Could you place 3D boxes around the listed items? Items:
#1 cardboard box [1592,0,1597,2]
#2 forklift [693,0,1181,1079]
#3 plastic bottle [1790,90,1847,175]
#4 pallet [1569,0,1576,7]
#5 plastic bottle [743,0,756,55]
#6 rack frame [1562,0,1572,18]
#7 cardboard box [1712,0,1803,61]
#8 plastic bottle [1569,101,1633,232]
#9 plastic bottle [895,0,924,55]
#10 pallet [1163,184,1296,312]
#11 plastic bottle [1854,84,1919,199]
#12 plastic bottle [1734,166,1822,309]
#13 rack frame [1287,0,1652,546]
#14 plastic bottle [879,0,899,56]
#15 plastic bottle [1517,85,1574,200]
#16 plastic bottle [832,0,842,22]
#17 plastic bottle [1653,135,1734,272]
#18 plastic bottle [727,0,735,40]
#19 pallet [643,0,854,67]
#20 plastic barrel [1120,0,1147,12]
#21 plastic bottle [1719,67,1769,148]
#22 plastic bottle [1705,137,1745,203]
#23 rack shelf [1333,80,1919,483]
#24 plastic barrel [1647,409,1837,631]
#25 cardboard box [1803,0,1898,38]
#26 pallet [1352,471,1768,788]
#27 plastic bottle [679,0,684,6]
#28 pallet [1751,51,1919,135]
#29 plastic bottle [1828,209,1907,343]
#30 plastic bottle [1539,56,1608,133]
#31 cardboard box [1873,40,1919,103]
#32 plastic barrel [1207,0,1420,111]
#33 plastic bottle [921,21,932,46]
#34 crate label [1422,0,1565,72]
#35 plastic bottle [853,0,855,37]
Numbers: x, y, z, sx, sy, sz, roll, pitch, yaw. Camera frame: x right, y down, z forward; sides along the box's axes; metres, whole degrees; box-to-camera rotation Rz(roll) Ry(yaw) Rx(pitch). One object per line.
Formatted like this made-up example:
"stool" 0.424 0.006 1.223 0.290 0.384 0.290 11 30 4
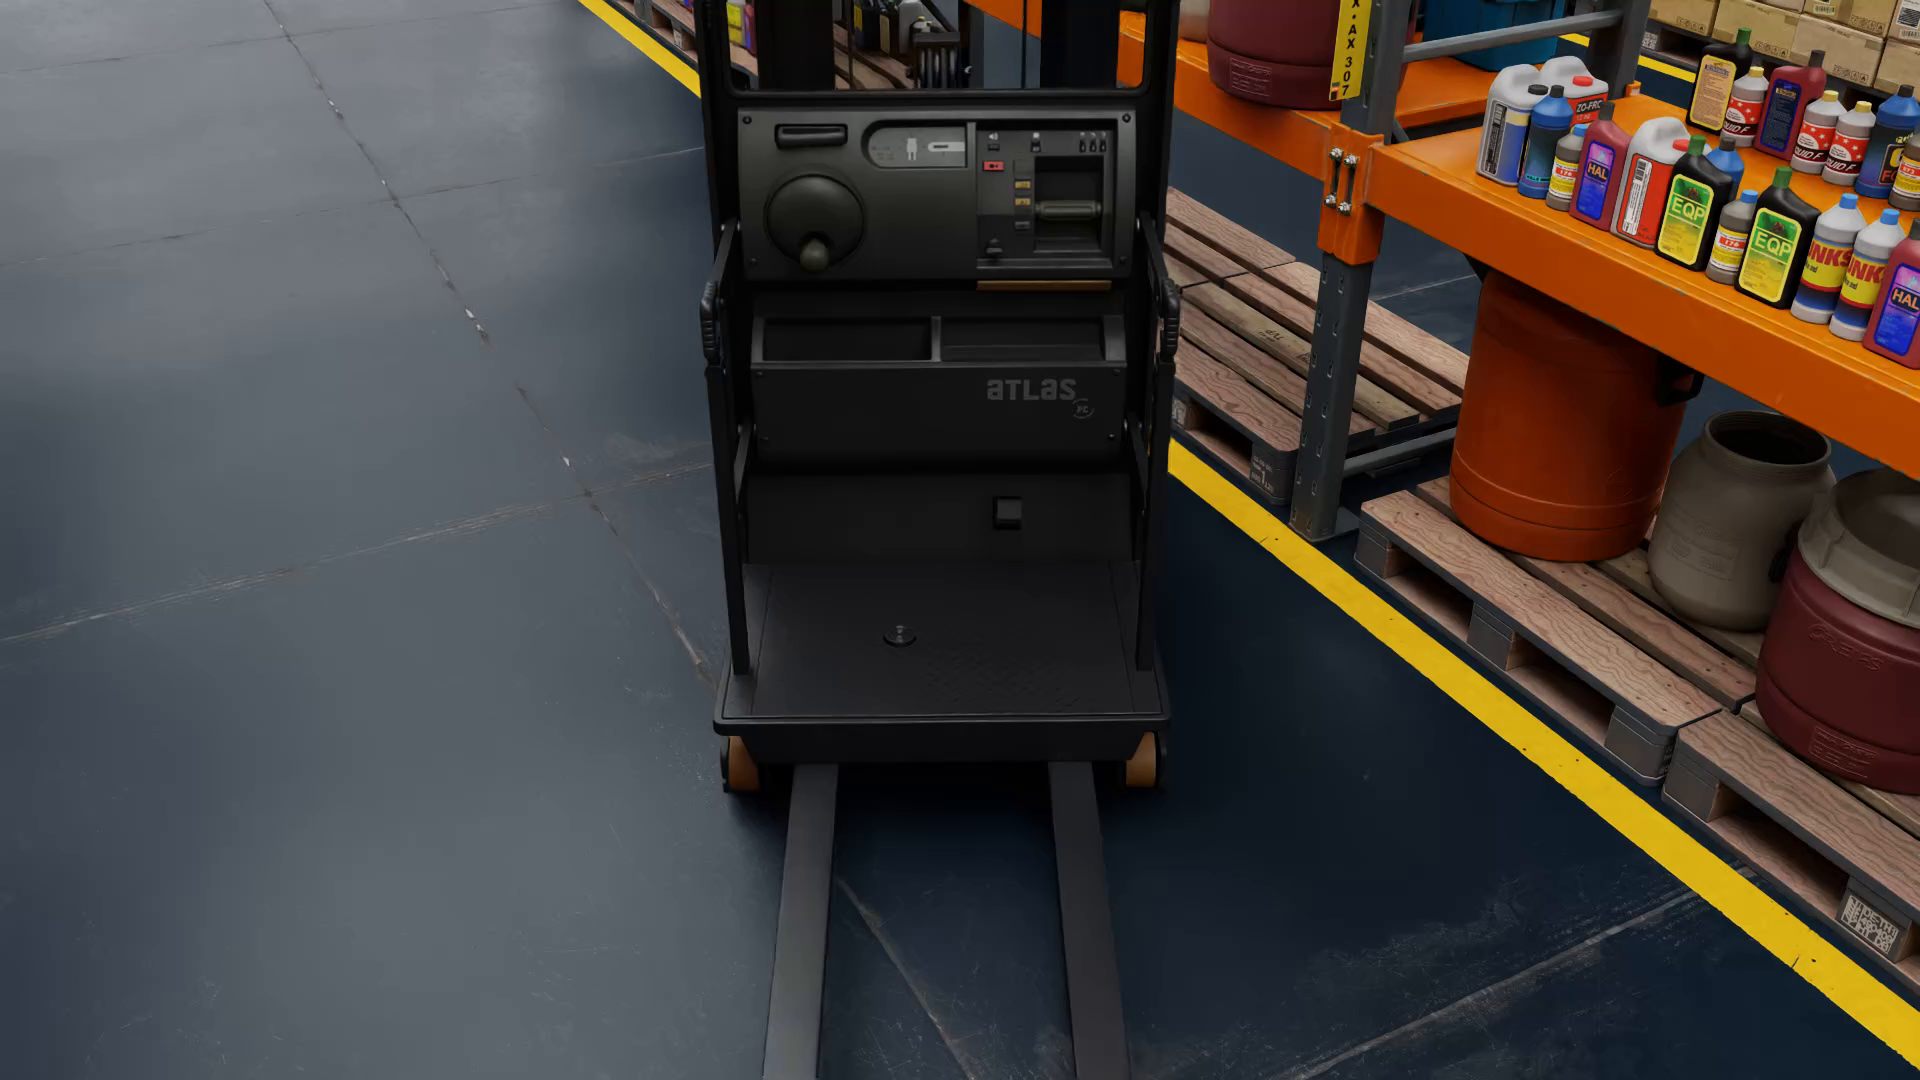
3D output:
"cardboard box" 4.005 -3.316 9.805 0.500 0.250 0.500 -17 36 -24
"forklift" -0.047 -0.762 3.722 1.130 2.935 3.031 0 33 -1
"plastic bottle" 2.229 -1.060 4.308 0.097 0.201 0.097 0 33 0
"pallet" 3.702 -3.768 10.935 1.003 0.211 1.213 -16 36 -23
"plastic bottle" -1.105 -2.743 8.861 0.061 0.283 0.133 -13 35 -20
"rack frame" 4.036 -4.552 9.574 1.000 3.000 0.127 -16 36 -23
"cardboard box" 4.486 -2.825 9.039 0.500 0.250 0.500 -17 36 -25
"plastic bottle" 1.546 -0.894 3.972 0.061 0.283 0.133 -16 36 -23
"plastic bottle" -0.283 -2.756 8.888 0.152 0.276 0.135 -15 35 -21
"pallet" 0.626 -1.186 6.905 1.003 0.211 1.213 -16 36 -23
"plastic bottle" 2.319 -0.996 4.144 0.097 0.271 0.097 0 33 0
"plastic bottle" 1.779 -0.656 3.601 0.061 0.283 0.133 -16 36 -23
"rack frame" 1.517 -1.399 4.653 1.000 3.000 0.127 -16 36 -23
"plastic bottle" -0.377 -2.732 8.844 0.061 0.283 0.133 -16 36 -23
"plastic bottle" 1.463 -0.995 4.141 0.097 0.271 0.097 0 33 0
"plastic bottle" -0.762 -3.080 9.393 0.152 0.276 0.135 -16 36 -23
"plastic bottle" 1.671 -0.766 3.773 0.061 0.283 0.133 -16 36 -23
"plastic bottle" -1.215 -2.905 9.121 0.152 0.276 0.135 -15 36 -22
"pallet" -1.197 -3.048 9.811 1.003 0.211 1.213 -16 36 -23
"plastic barrel" 0.652 -2.084 5.619 0.421 0.512 0.421 0 33 0
"plastic bottle" 2.121 -1.170 4.480 0.097 0.201 0.097 0 33 0
"plastic bottle" 1.733 -0.789 3.821 0.097 0.271 0.097 0 33 0
"rack shelf" 2.450 -0.142 3.357 1.077 0.370 4.000 -16 36 -23
"plastic barrel" 2.103 -0.052 4.468 0.421 0.512 0.421 0 33 0
"cardboard box" 4.726 -2.814 8.501 0.500 0.311 0.500 -15 36 -22
"pallet" 1.922 0.141 4.834 1.003 0.211 1.213 -16 36 -23
"plastic bottle" -1.595 -3.231 9.698 0.097 0.201 0.097 0 33 0
"pallet" 4.987 -2.453 8.883 1.003 0.211 1.213 -16 36 -23
"plastic bottle" 1.894 -0.554 3.453 0.097 0.271 0.097 0 33 0
"plastic bottle" 1.568 -1.097 4.297 0.152 0.276 0.135 -16 36 -23
"cardboard box" 4.965 -2.338 8.278 0.500 0.250 0.500 -15 36 -22
"plastic barrel" 1.033 -1.601 4.843 0.600 0.536 0.708 -16 36 -23
"plastic bottle" -0.156 -2.626 8.754 0.097 0.201 0.097 0 33 0
"crate label" 1.652 -1.624 5.159 0.303 0.233 0.416 -16 36 -23
"plastic bottle" -0.531 -2.873 9.075 0.097 0.271 0.097 0 33 0
